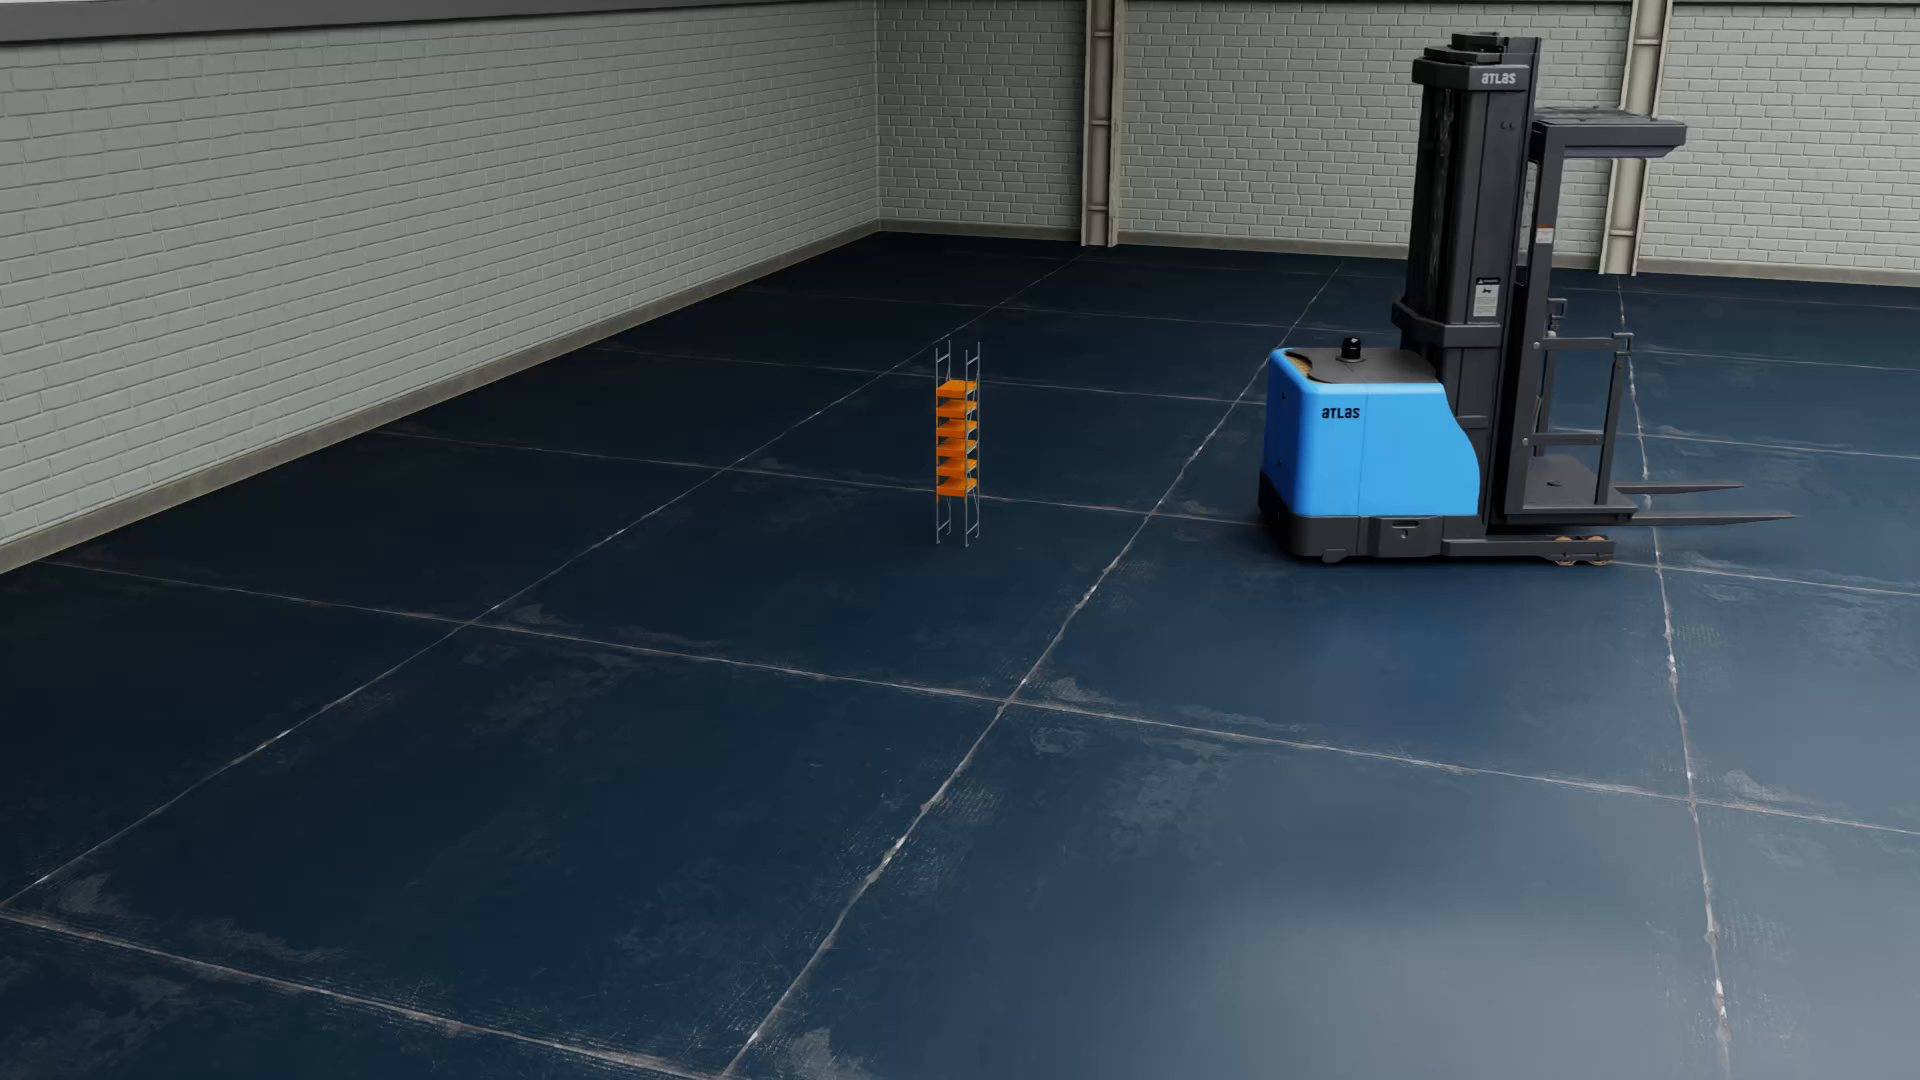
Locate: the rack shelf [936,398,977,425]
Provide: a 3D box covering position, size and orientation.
[{"bbox_3d":[-0.014,-0.753,9.819,0.180,0.103,0.258,7,20,18],"label":"rack shelf"}]

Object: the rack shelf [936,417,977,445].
[{"bbox_3d":[-0.014,-0.639,9.858,0.180,0.103,0.258,7,20,18],"label":"rack shelf"}]

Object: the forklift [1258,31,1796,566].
[{"bbox_3d":[3.405,-1.408,9.663,3.031,2.935,1.130,-1,19,-2],"label":"forklift"}]

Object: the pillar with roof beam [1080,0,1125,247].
[{"bbox_3d":[0.309,-6.567,15.245,0.400,9.000,9.100,7,20,18],"label":"pillar with roof beam"}]

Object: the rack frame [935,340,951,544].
[{"bbox_3d":[-0.100,-0.578,9.912,0.006,1.200,0.240,7,20,18],"label":"rack frame"}]

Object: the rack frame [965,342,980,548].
[{"bbox_3d":[0.073,-0.558,9.855,0.006,1.200,0.240,7,20,18],"label":"rack frame"}]

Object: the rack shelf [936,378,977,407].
[{"bbox_3d":[-0.014,-0.866,9.779,0.180,0.103,0.258,7,20,18],"label":"rack shelf"}]

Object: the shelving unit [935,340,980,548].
[{"bbox_3d":[-0.014,-0.568,9.883,0.189,1.200,0.258,7,20,18],"label":"shelving unit"}]

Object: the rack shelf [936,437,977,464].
[{"bbox_3d":[-0.014,-0.526,9.898,0.180,0.103,0.258,7,20,18],"label":"rack shelf"}]

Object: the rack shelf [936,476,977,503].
[{"bbox_3d":[-0.014,-0.300,9.977,0.180,0.103,0.258,7,20,18],"label":"rack shelf"}]

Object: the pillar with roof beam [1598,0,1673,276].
[{"bbox_3d":[5.977,-5.919,13.386,0.400,9.000,9.100,7,20,18],"label":"pillar with roof beam"}]

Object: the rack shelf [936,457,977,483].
[{"bbox_3d":[-0.014,-0.413,9.937,0.180,0.103,0.258,7,20,18],"label":"rack shelf"}]
